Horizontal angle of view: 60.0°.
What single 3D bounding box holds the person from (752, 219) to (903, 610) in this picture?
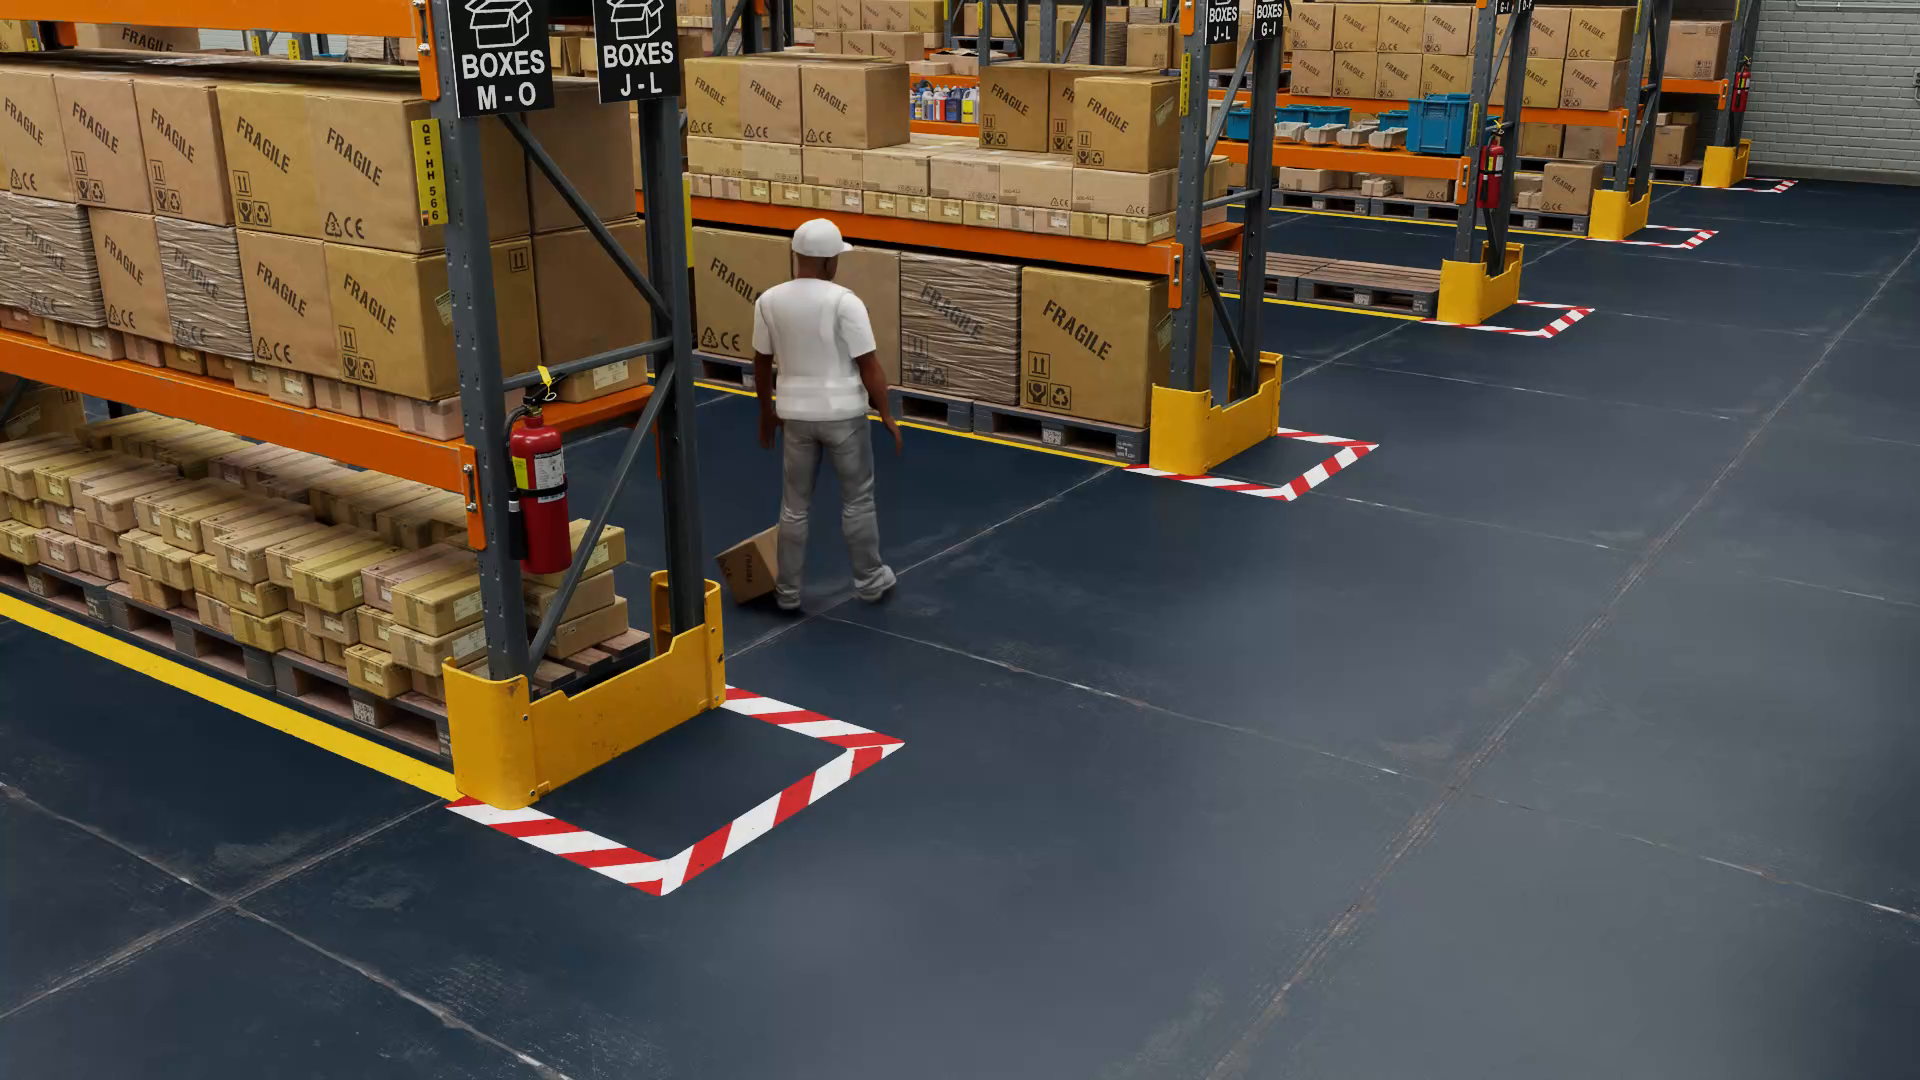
[{"bbox_3d":[-0.572,-0.565,7.530,0.743,1.765,0.527,8,21,21],"label":"person"}]
